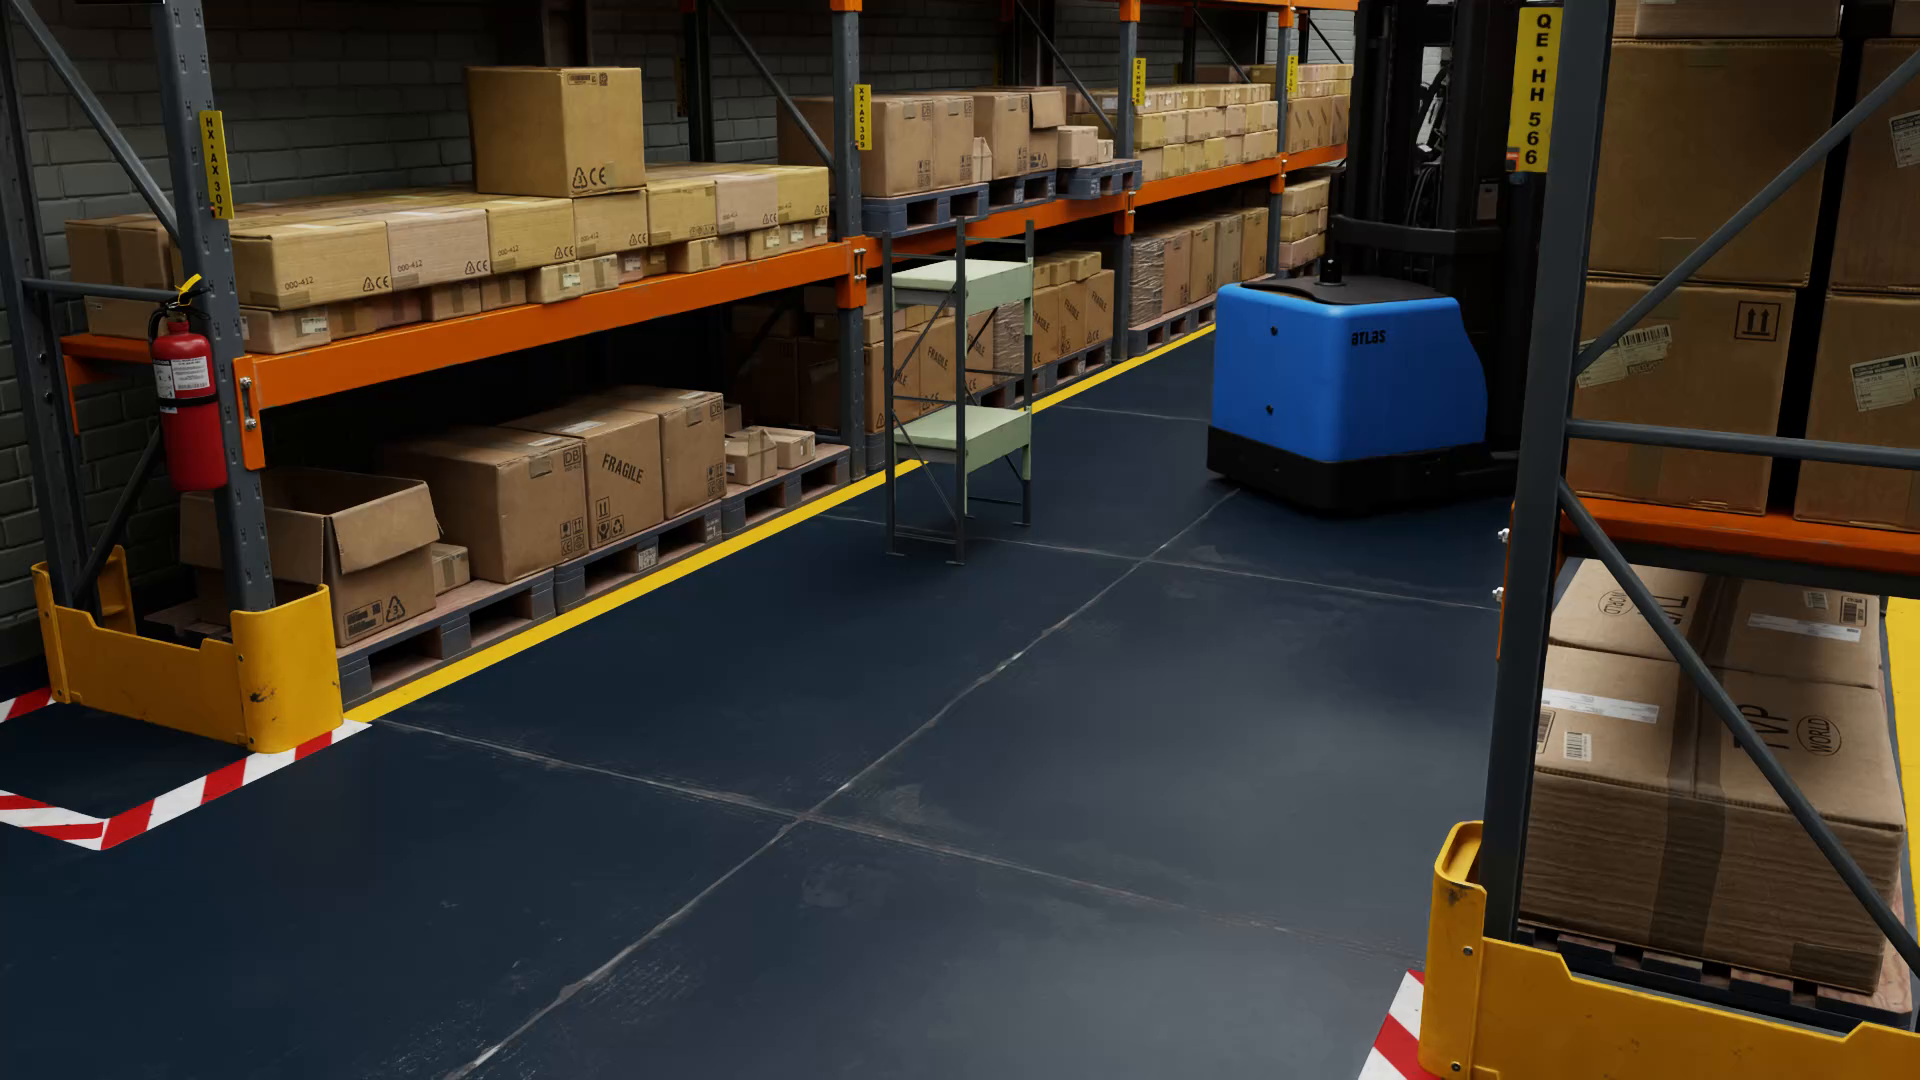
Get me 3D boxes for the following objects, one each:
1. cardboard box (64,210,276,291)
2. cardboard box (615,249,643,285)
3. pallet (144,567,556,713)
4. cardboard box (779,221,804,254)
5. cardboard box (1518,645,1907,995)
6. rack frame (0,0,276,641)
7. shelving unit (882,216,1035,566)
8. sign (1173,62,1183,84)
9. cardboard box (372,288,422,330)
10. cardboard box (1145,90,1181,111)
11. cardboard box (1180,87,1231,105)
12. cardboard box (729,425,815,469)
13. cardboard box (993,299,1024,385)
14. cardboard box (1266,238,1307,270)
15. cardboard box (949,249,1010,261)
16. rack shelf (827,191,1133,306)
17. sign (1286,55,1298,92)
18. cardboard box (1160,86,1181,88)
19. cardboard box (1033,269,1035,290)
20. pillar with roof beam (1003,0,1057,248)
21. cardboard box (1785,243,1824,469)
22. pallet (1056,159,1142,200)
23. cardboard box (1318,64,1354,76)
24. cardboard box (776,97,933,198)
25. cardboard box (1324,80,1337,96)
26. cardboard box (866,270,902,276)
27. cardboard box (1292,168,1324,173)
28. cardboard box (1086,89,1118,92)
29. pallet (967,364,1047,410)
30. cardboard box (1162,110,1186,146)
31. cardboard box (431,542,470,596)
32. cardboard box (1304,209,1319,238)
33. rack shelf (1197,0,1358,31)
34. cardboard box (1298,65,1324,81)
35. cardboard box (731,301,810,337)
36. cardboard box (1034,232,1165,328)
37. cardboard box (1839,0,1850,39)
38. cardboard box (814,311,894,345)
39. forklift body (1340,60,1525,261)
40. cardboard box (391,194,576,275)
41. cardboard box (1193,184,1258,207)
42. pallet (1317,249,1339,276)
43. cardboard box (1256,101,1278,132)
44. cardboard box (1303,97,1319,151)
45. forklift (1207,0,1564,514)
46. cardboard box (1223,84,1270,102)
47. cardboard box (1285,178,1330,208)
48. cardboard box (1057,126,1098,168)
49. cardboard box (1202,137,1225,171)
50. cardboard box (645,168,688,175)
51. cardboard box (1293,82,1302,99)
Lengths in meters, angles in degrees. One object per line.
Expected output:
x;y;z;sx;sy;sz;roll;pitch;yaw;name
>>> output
-2.812;-1.031;5.969;0.500;0.250;0.500;9;19;27;cardboard box
-1.614;-1.204;7.250;0.380;0.149;0.250;8;18;25;cardboard box
-2.390;0.305;6.628;1.003;0.211;1.213;8;18;25;pallet
-1.006;-1.525;8.333;0.380;0.149;0.250;9;19;27;cardboard box
1.868;0.667;4.272;0.875;0.438;0.875;7;18;24;cardboard box
-2.780;-0.809;5.481;1.000;3.000;0.127;8;18;25;rack frame
0.003;-0.721;7.817;0.431;1.500;0.755;8;18;25;shelving unit
2.085;-4.389;15.874;0.100;0.325;0.005;8;18;25;sign
-2.229;-0.880;6.160;0.380;0.149;0.250;8;18;25;cardboard box
1.516;-3.455;13.073;0.380;0.149;0.250;8;18;26;cardboard box
2.084;-3.780;14.169;0.380;0.149;0.250;8;18;26;cardboard box
-0.979;-0.484;8.654;0.380;0.149;0.250;7;18;24;cardboard box
0.118;-1.321;10.855;0.500;0.500;0.500;7;18;23;cardboard box
3.095;-2.830;16.377;0.500;0.250;0.500;8;18;26;cardboard box
0.140;-2.004;12.016;0.380;0.149;0.250;9;19;27;cardboard box
-0.099;-1.993;10.729;1.077;0.370;4.000;8;18;25;rack shelf
3.072;-4.317;15.395;0.100;0.325;0.005;8;18;25;sign
1.725;-3.910;14.604;0.380;0.149;0.250;8;18;25;cardboard box
0.280;-1.743;11.138;0.380;0.149;0.250;8;18;25;cardboard box
4.423;-5.622;11.148;9.100;9.000;0.400;8;18;25;pillar with roof beam
2.335;-0.445;4.079;0.500;0.500;0.500;8;18;25;cardboard box
0.555;-2.574;11.758;1.213;0.211;1.003;8;18;25;pallet
4.028;-4.997;17.743;0.380;0.149;0.250;9;19;27;cardboard box
-0.576;-2.172;9.157;0.700;0.500;0.500;9;19;27;cardboard box
3.669;-4.664;17.144;0.380;0.149;0.250;8;18;24;cardboard box
-0.405;-1.668;10.887;0.380;0.149;0.250;7;18;23;cardboard box
3.766;-4.021;18.631;0.500;0.250;0.500;8;18;25;cardboard box
1.180;-3.582;13.501;0.380;0.149;0.250;8;18;25;cardboard box
-0.119;-1.015;11.073;1.003;0.211;1.213;8;18;25;pallet
1.437;-3.224;12.997;0.500;0.250;0.500;9;19;27;cardboard box
-2.197;0.109;6.659;0.380;0.149;0.250;7;18;23;cardboard box
3.298;-3.201;16.748;0.500;0.250;0.500;8;18;25;cardboard box
3.476;-5.469;17.163;1.077;0.370;4.000;8;18;25;rack shelf
3.431;-4.677;16.666;0.380;0.149;0.250;8;18;24;cardboard box
-1.086;-1.273;9.555;0.380;0.149;0.250;7;18;23;cardboard box
1.086;-2.067;13.149;0.875;0.625;0.625;9;19;27;cardboard box
3.262;-1.801;5.750;0.380;0.149;0.250;8;18;25;cardboard box
-0.594;-1.200;9.309;0.380;0.149;0.250;9;19;28;cardboard box
5.154;-3.763;16.916;2.313;2.155;1.214;8;18;25;forklift body
-1.887;-1.219;6.603;0.500;0.250;0.500;8;18;24;cardboard box
2.629;-3.379;16.467;0.500;0.250;0.500;9;19;26;cardboard box
3.519;-3.039;17.884;1.003;0.211;1.213;8;18;25;pallet
2.592;-3.876;15.192;0.500;0.250;0.500;8;18;24;cardboard box
3.232;-4.129;16.481;0.500;0.500;0.500;8;19;26;cardboard box
2.898;-1.811;8.972;3.031;2.935;1.130;-8;19;-26;forklift
2.628;-4.110;15.278;0.380;0.149;0.250;9;19;27;cardboard box
3.529;-3.569;17.108;0.500;0.250;0.500;9;19;27;cardboard box
0.613;-2.667;11.260;0.500;0.250;0.500;7;18;23;cardboard box
1.898;-3.249;13.957;0.500;0.250;0.500;9;19;27;cardboard box
-1.673;-1.679;8.149;0.500;0.250;0.500;8;18;25;cardboard box
3.074;-4.339;16.049;0.380;0.149;0.250;9;19;27;cardboard box
